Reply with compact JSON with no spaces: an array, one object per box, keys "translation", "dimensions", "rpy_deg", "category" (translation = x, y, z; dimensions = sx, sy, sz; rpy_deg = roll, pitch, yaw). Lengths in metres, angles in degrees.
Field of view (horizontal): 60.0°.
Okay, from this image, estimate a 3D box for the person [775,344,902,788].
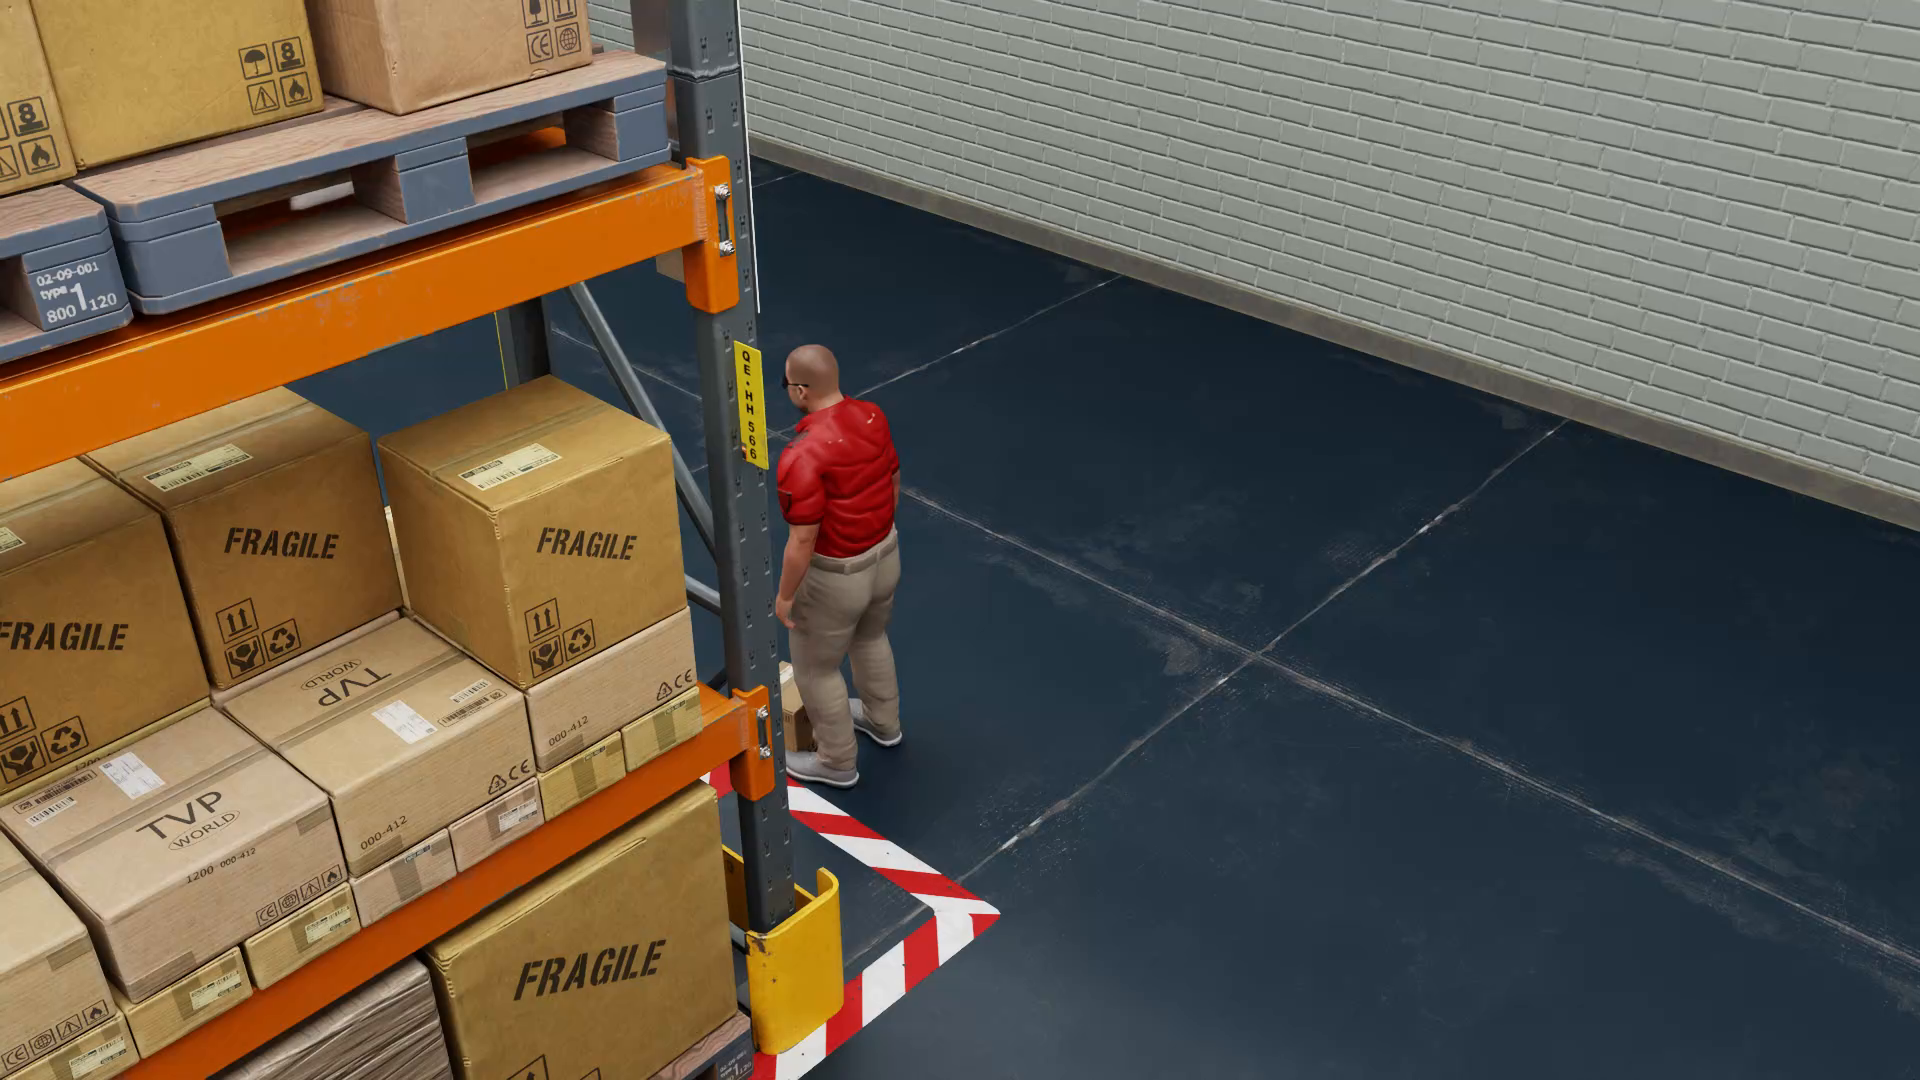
[{"translation":[-0.441,0.100,5.980],"dimensions":[0.398,1.727,0.587],"rpy_deg":[20,37,30],"category":"person"}]
